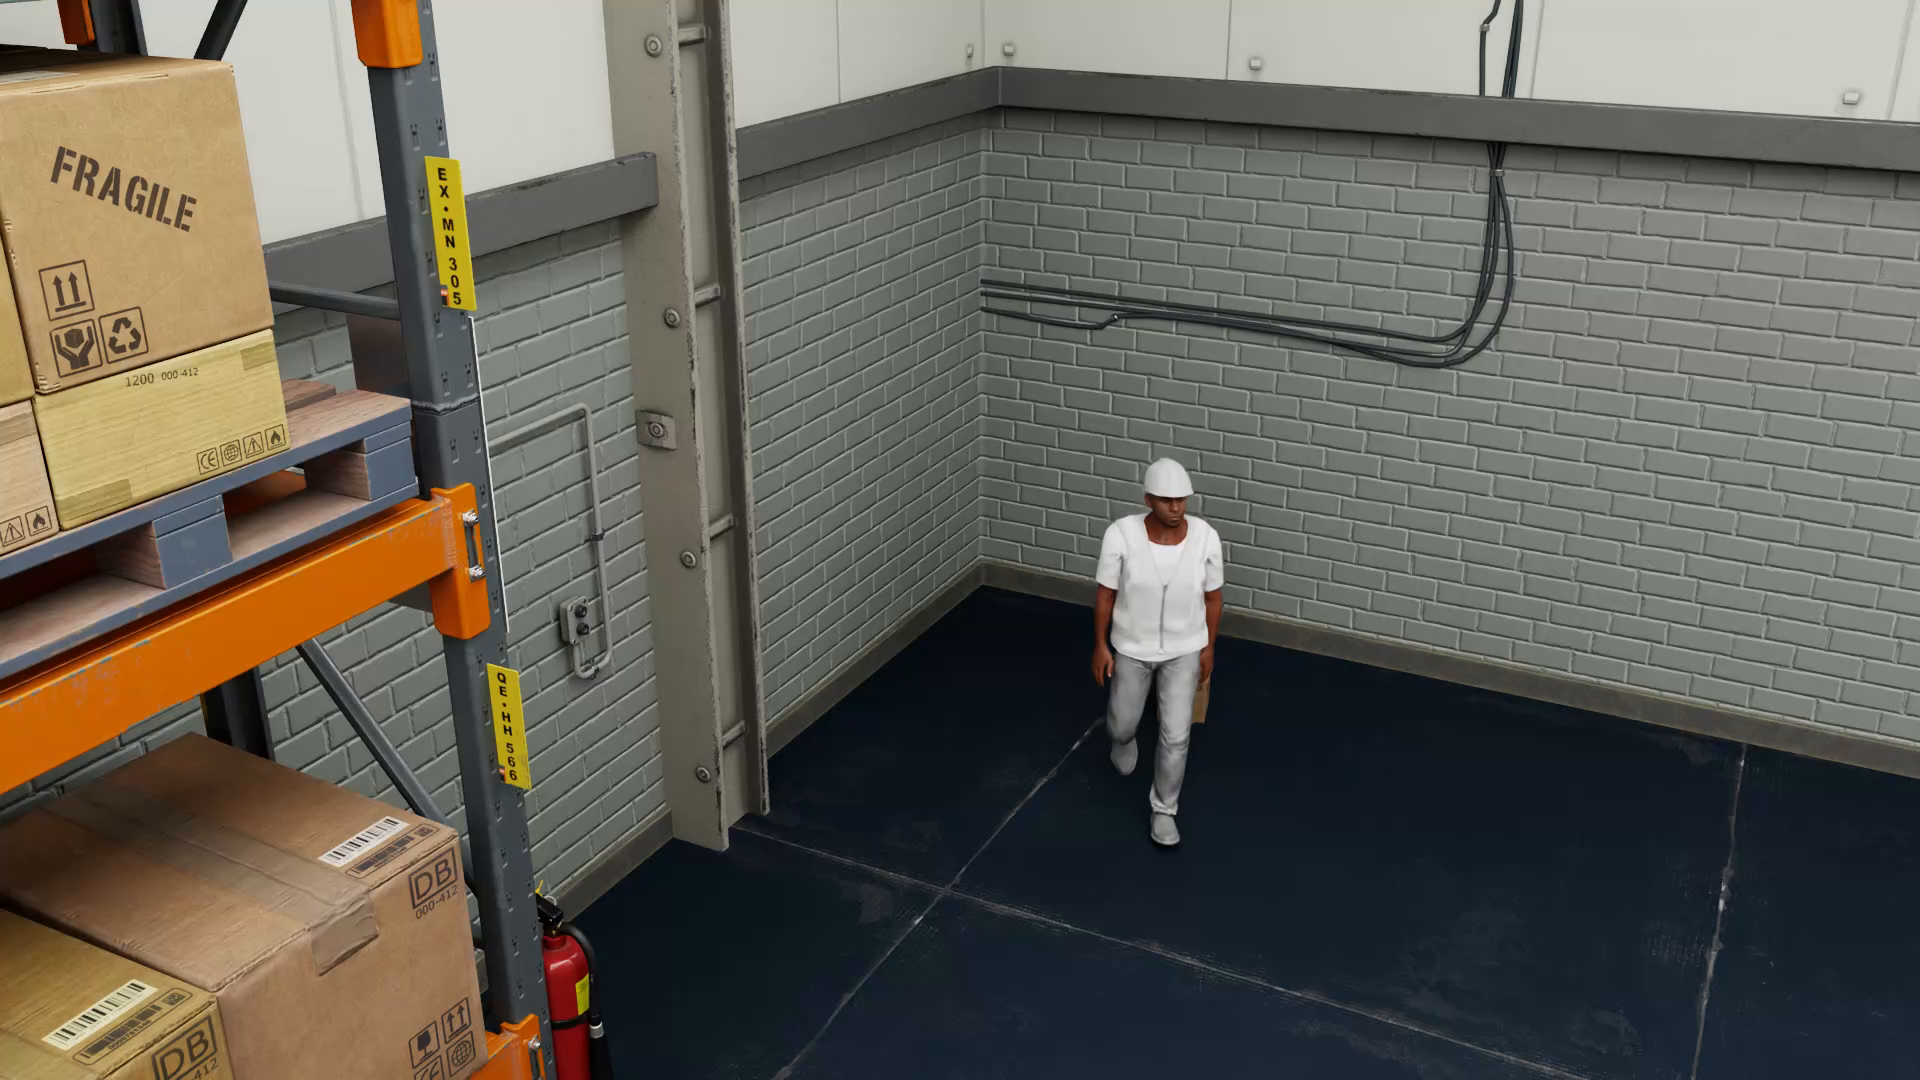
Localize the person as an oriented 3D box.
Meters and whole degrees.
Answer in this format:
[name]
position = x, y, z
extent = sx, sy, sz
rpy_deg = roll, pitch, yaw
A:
[person]
position = 0.876, 0.450, 7.448
extent = 0.578, 1.749, 0.770
rpy_deg = 1, 23, 2
